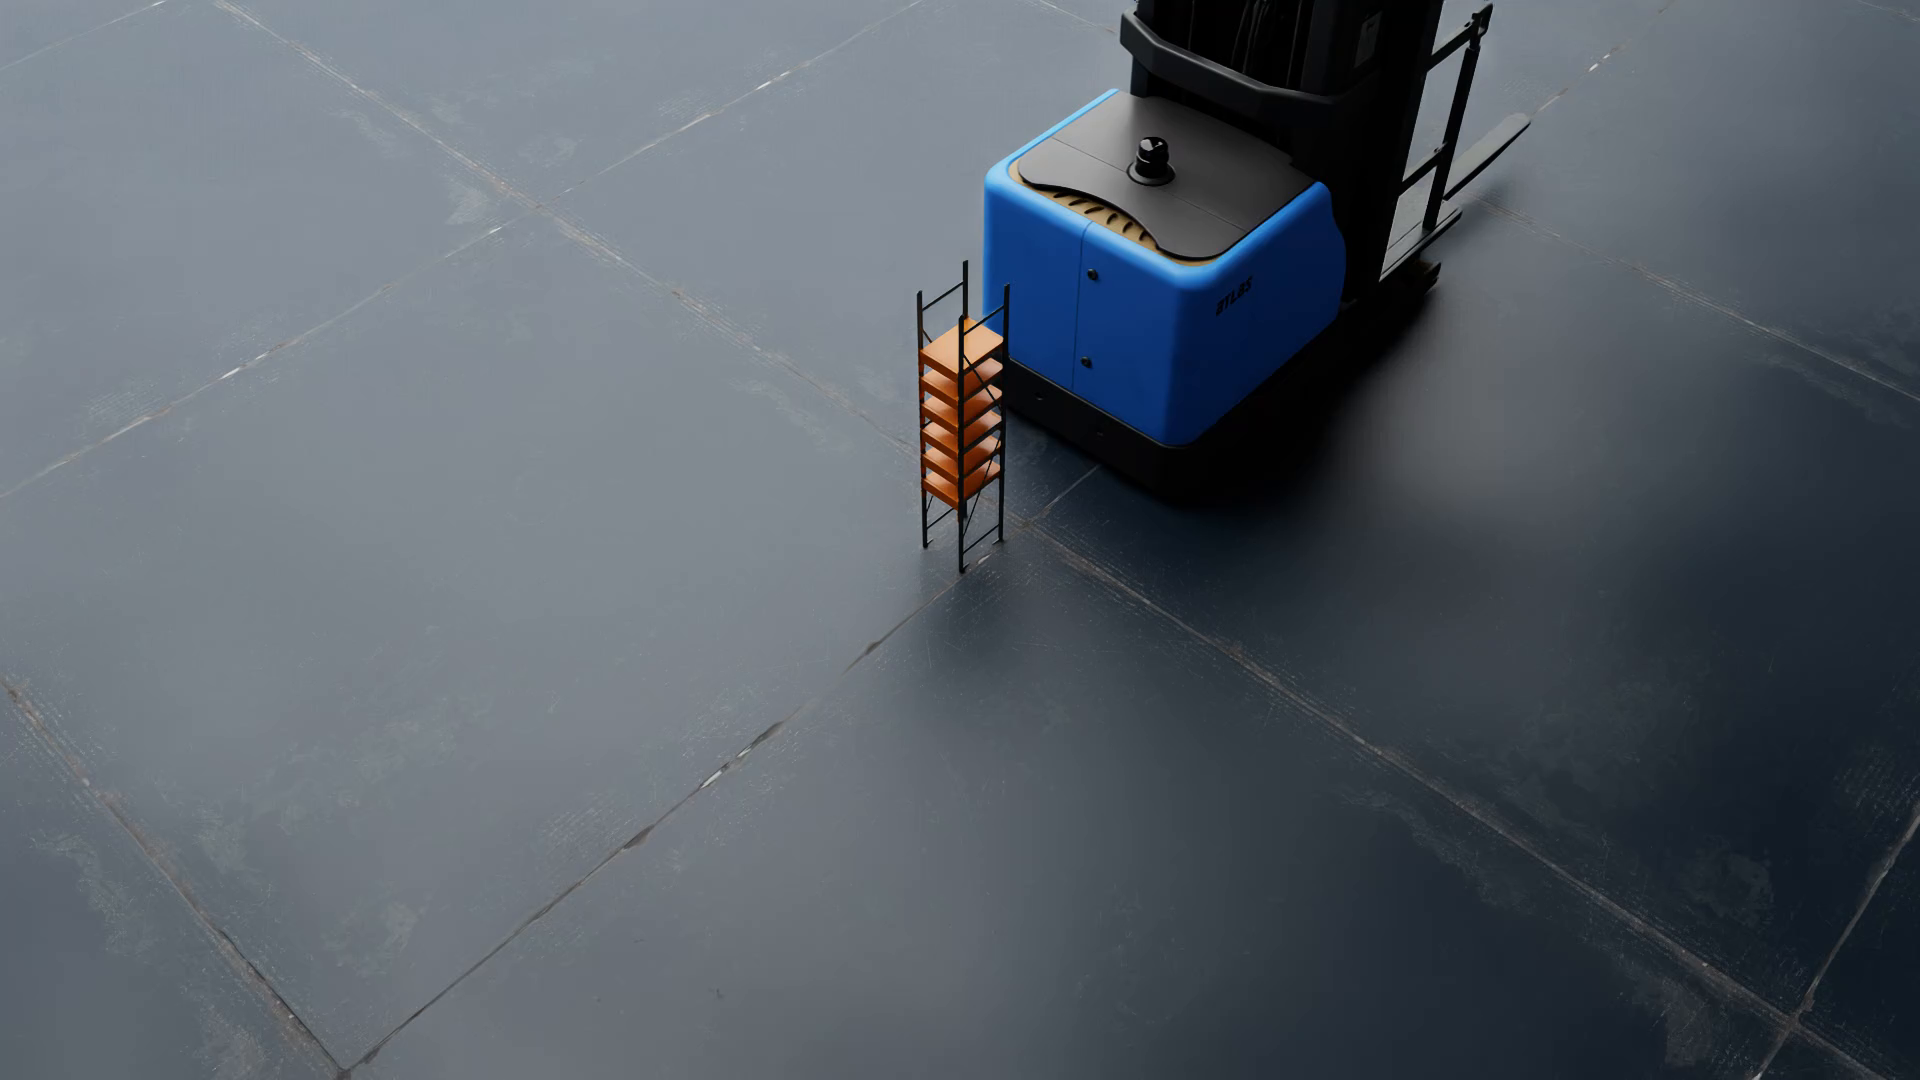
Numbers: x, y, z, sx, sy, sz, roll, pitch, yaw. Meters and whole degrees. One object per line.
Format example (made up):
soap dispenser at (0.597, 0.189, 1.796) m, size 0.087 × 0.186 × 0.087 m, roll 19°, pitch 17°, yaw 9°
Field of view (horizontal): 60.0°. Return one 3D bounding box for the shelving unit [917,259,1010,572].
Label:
shelving unit at (0.011, -0.404, 5.806) m, size 0.189 × 1.200 × 0.258 m, roll 34°, pitch 55°, yaw 28°

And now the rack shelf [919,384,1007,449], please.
rack shelf at (0.011, -0.455, 5.751) m, size 0.180 × 0.103 × 0.258 m, roll 34°, pitch 55°, yaw 28°

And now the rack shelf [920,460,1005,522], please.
rack shelf at (0.011, -0.209, 6.013) m, size 0.180 × 0.103 × 0.258 m, roll 34°, pitch 55°, yaw 28°

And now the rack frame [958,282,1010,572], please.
rack frame at (0.078, -0.358, 5.763) m, size 0.006 × 1.200 × 0.240 m, roll 34°, pitch 55°, yaw 28°

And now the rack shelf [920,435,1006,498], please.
rack shelf at (0.011, -0.291, 5.926) m, size 0.180 × 0.103 × 0.258 m, roll 34°, pitch 55°, yaw 28°

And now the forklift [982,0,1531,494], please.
forklift at (1.428, -2.172, 6.279) m, size 1.130 × 2.935 × 3.031 m, roll 33°, pitch 55°, yaw 27°

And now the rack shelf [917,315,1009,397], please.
rack shelf at (0.011, -0.620, 5.576) m, size 0.180 × 0.103 × 0.258 m, roll 34°, pitch 55°, yaw 28°

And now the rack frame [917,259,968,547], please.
rack frame at (-0.057, -0.449, 5.848) m, size 0.006 × 1.200 × 0.240 m, roll 34°, pitch 55°, yaw 28°

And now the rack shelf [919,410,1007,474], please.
rack shelf at (0.011, -0.373, 5.838) m, size 0.180 × 0.103 × 0.258 m, roll 34°, pitch 55°, yaw 28°

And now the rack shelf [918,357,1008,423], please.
rack shelf at (0.011, -0.537, 5.663) m, size 0.180 × 0.103 × 0.258 m, roll 34°, pitch 55°, yaw 28°
